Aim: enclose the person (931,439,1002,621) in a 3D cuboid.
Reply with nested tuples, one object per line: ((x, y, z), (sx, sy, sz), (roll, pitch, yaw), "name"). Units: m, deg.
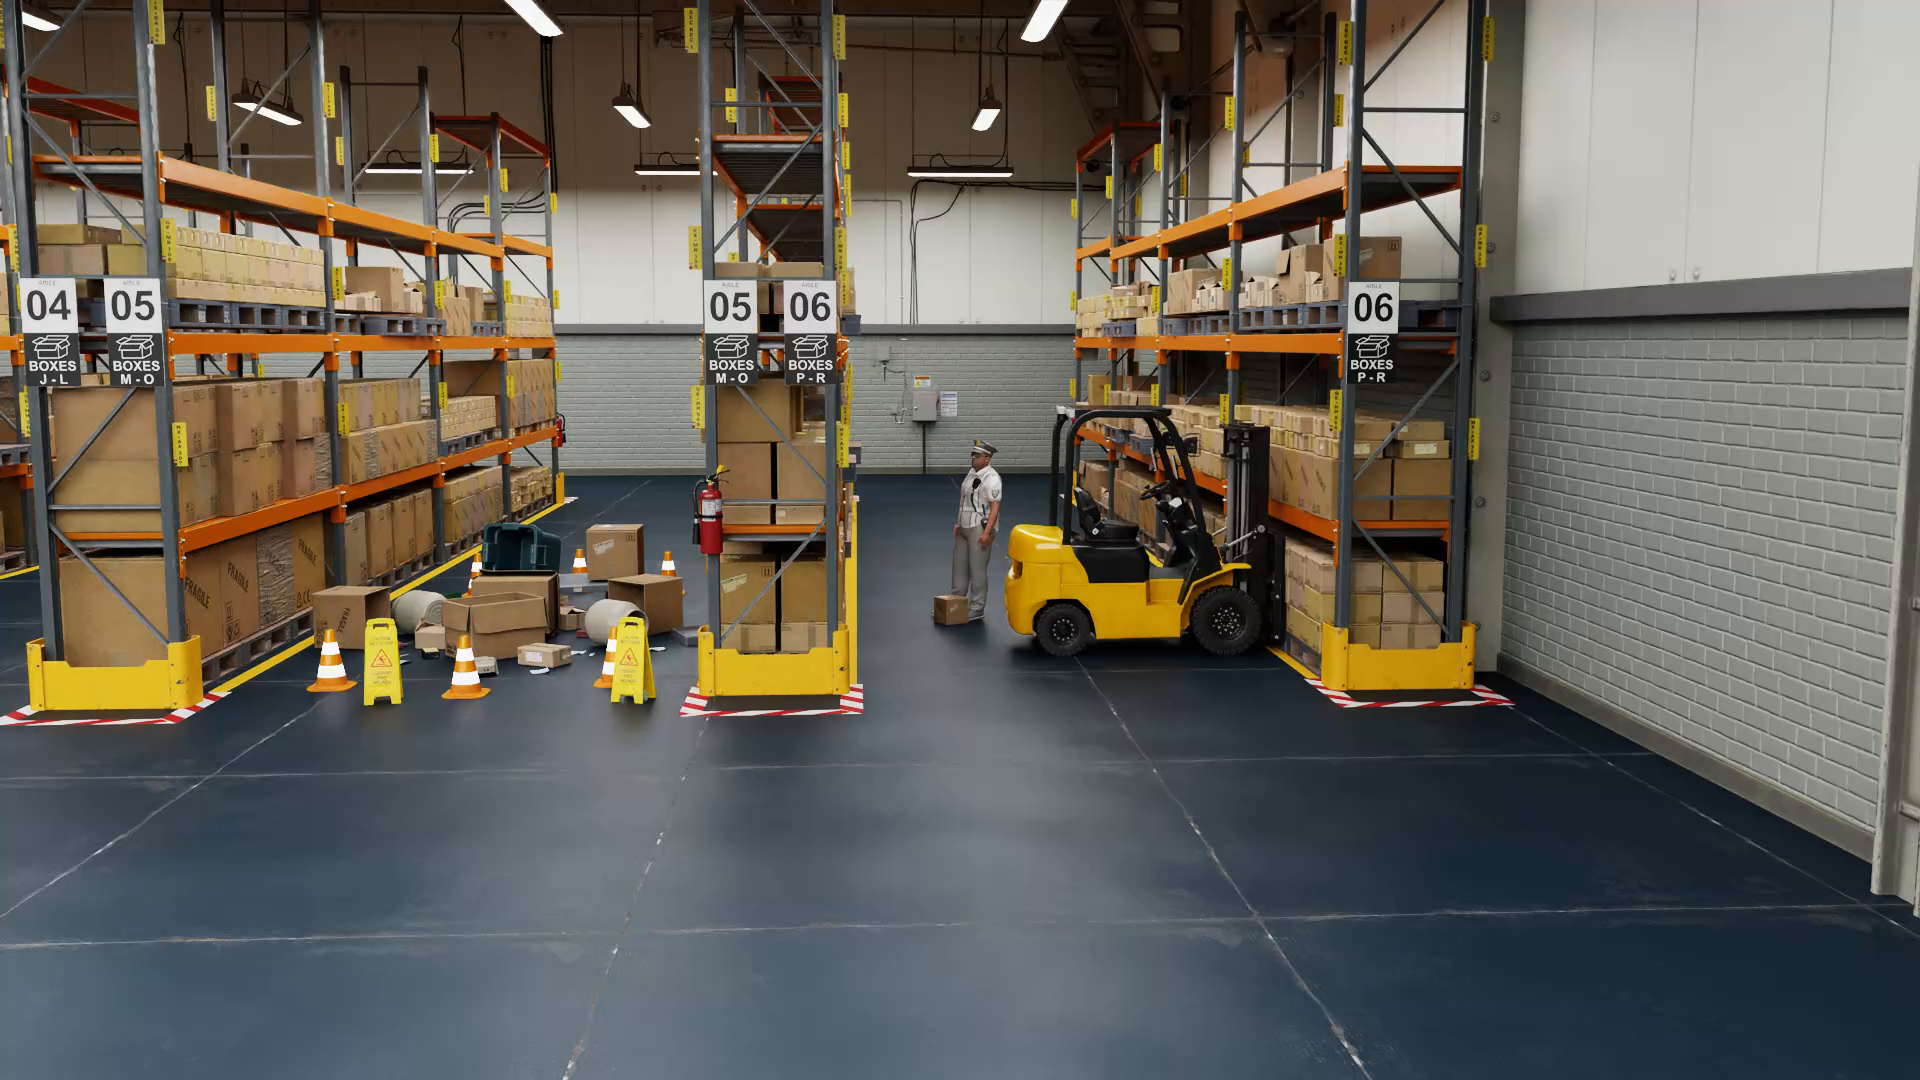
((0.085, -0.101, 16.349), (0.573, 1.780, 0.641), (-4, 8, -28), "person")
